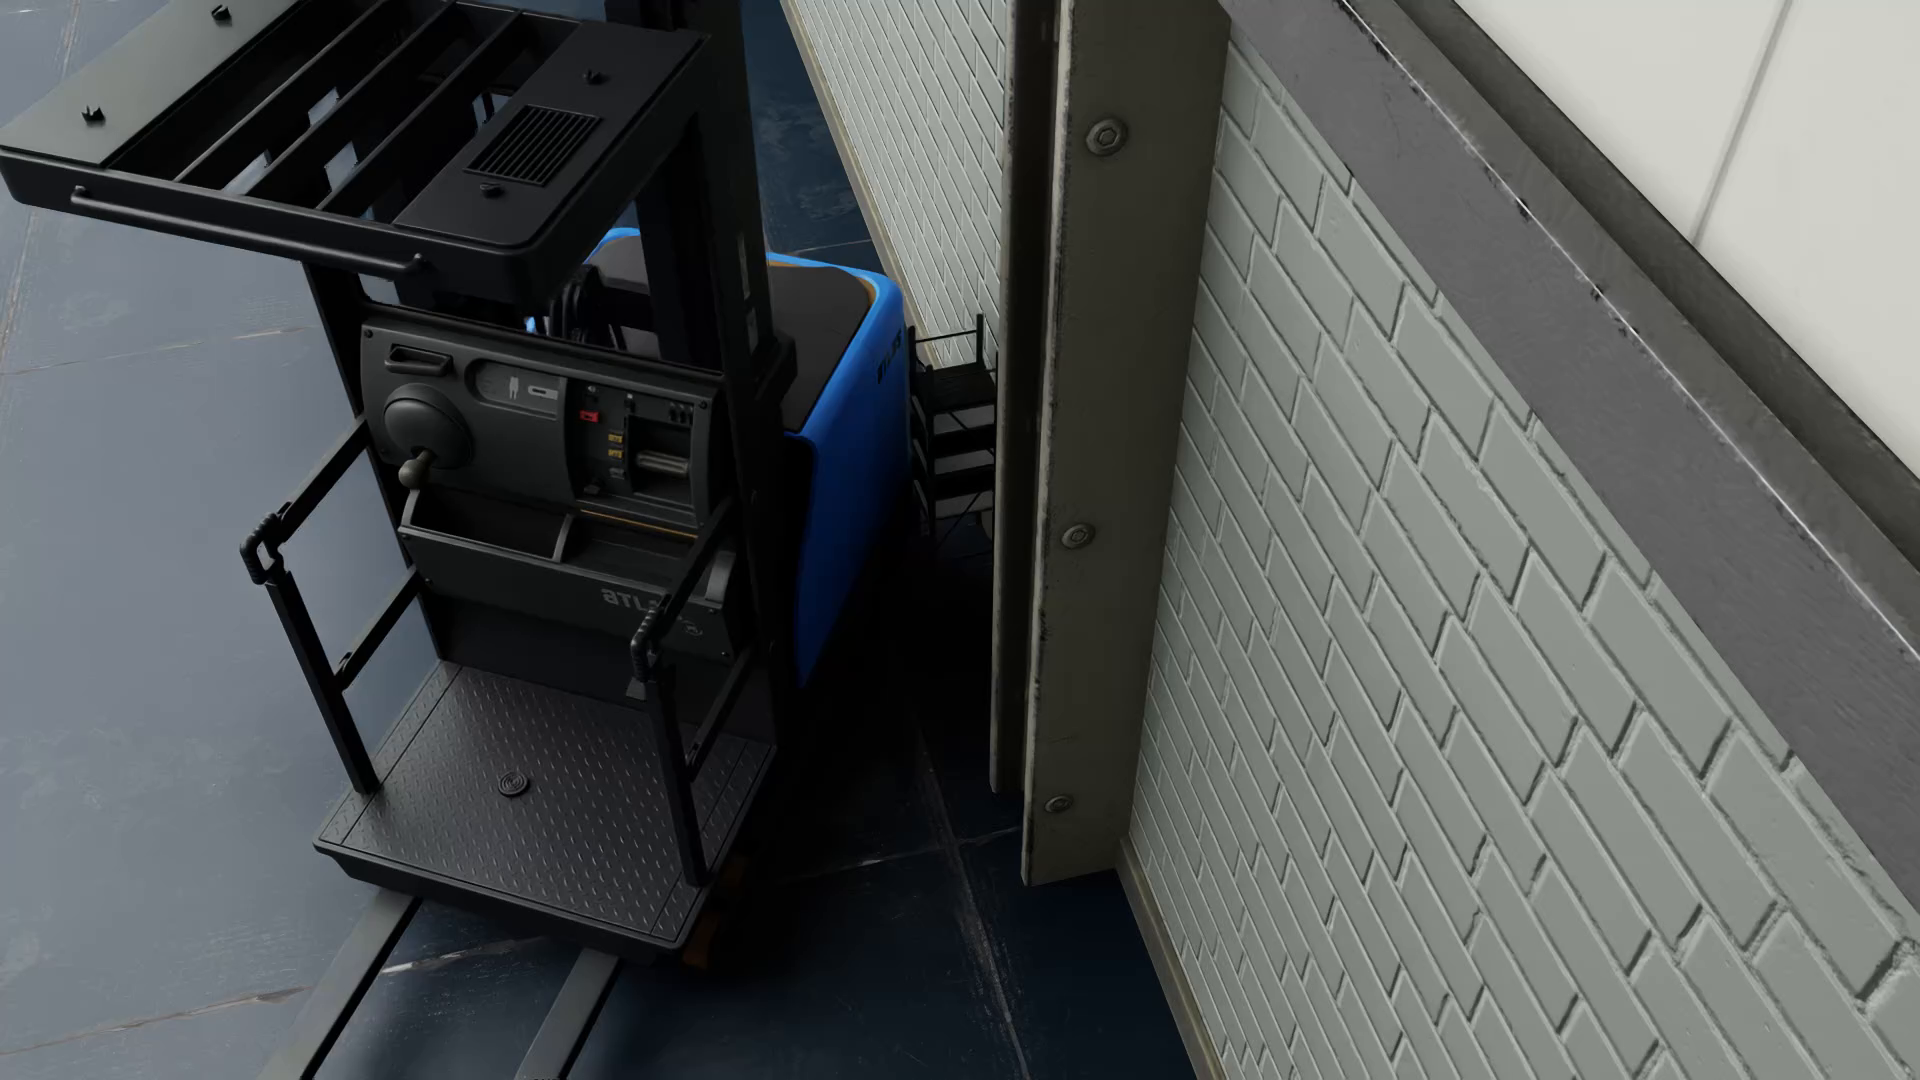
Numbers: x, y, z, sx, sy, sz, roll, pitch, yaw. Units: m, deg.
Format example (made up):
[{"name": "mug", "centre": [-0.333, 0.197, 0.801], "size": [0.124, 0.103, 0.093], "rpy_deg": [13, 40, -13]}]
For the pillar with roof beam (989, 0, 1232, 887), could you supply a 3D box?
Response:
[{"name": "pillar with roof beam", "centre": [-3.875, -1.530, 0.949], "size": [9.100, 9.000, 0.400], "rpy_deg": [-11, 47, -10]}]

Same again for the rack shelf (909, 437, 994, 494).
[{"name": "rack shelf", "centre": [-0.014, -0.264, 5.404], "size": [0.258, 0.077, 0.200], "rpy_deg": [-12, 45, -12]}]

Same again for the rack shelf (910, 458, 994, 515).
[{"name": "rack shelf", "centre": [-0.014, -0.200, 5.467], "size": [0.258, 0.077, 0.200], "rpy_deg": [-12, 45, -12]}]

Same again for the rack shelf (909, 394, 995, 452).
[{"name": "rack shelf", "centre": [-0.014, -0.394, 5.279], "size": [0.258, 0.077, 0.200], "rpy_deg": [-12, 45, -12]}]

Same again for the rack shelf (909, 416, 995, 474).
[{"name": "rack shelf", "centre": [-0.014, -0.329, 5.341], "size": [0.258, 0.077, 0.200], "rpy_deg": [-12, 45, -12]}]

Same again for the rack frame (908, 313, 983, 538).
[{"name": "rack frame", "centre": [-0.043, -0.356, 5.451], "size": [0.240, 0.900, 0.006], "rpy_deg": [-12, 45, -12]}]

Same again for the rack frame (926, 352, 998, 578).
[{"name": "rack frame", "centre": [0.015, -0.220, 5.311], "size": [0.240, 0.900, 0.006], "rpy_deg": [-12, 45, -12]}]

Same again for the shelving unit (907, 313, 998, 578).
[{"name": "shelving unit", "centre": [-0.014, -0.288, 5.381], "size": [0.258, 0.900, 0.210], "rpy_deg": [-12, 45, -12]}]

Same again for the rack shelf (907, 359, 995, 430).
[{"name": "rack shelf", "centre": [-0.014, -0.458, 5.216], "size": [0.258, 0.077, 0.200], "rpy_deg": [-12, 45, -12]}]

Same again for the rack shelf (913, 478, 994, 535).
[{"name": "rack shelf", "centre": [-0.013, -0.135, 5.529], "size": [0.258, 0.077, 0.200], "rpy_deg": [-12, 45, -12]}]

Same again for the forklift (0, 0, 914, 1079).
[{"name": "forklift", "centre": [-1.086, -0.172, 3.867], "size": [1.130, 2.935, 3.031], "rpy_deg": [13, 47, 12]}]
